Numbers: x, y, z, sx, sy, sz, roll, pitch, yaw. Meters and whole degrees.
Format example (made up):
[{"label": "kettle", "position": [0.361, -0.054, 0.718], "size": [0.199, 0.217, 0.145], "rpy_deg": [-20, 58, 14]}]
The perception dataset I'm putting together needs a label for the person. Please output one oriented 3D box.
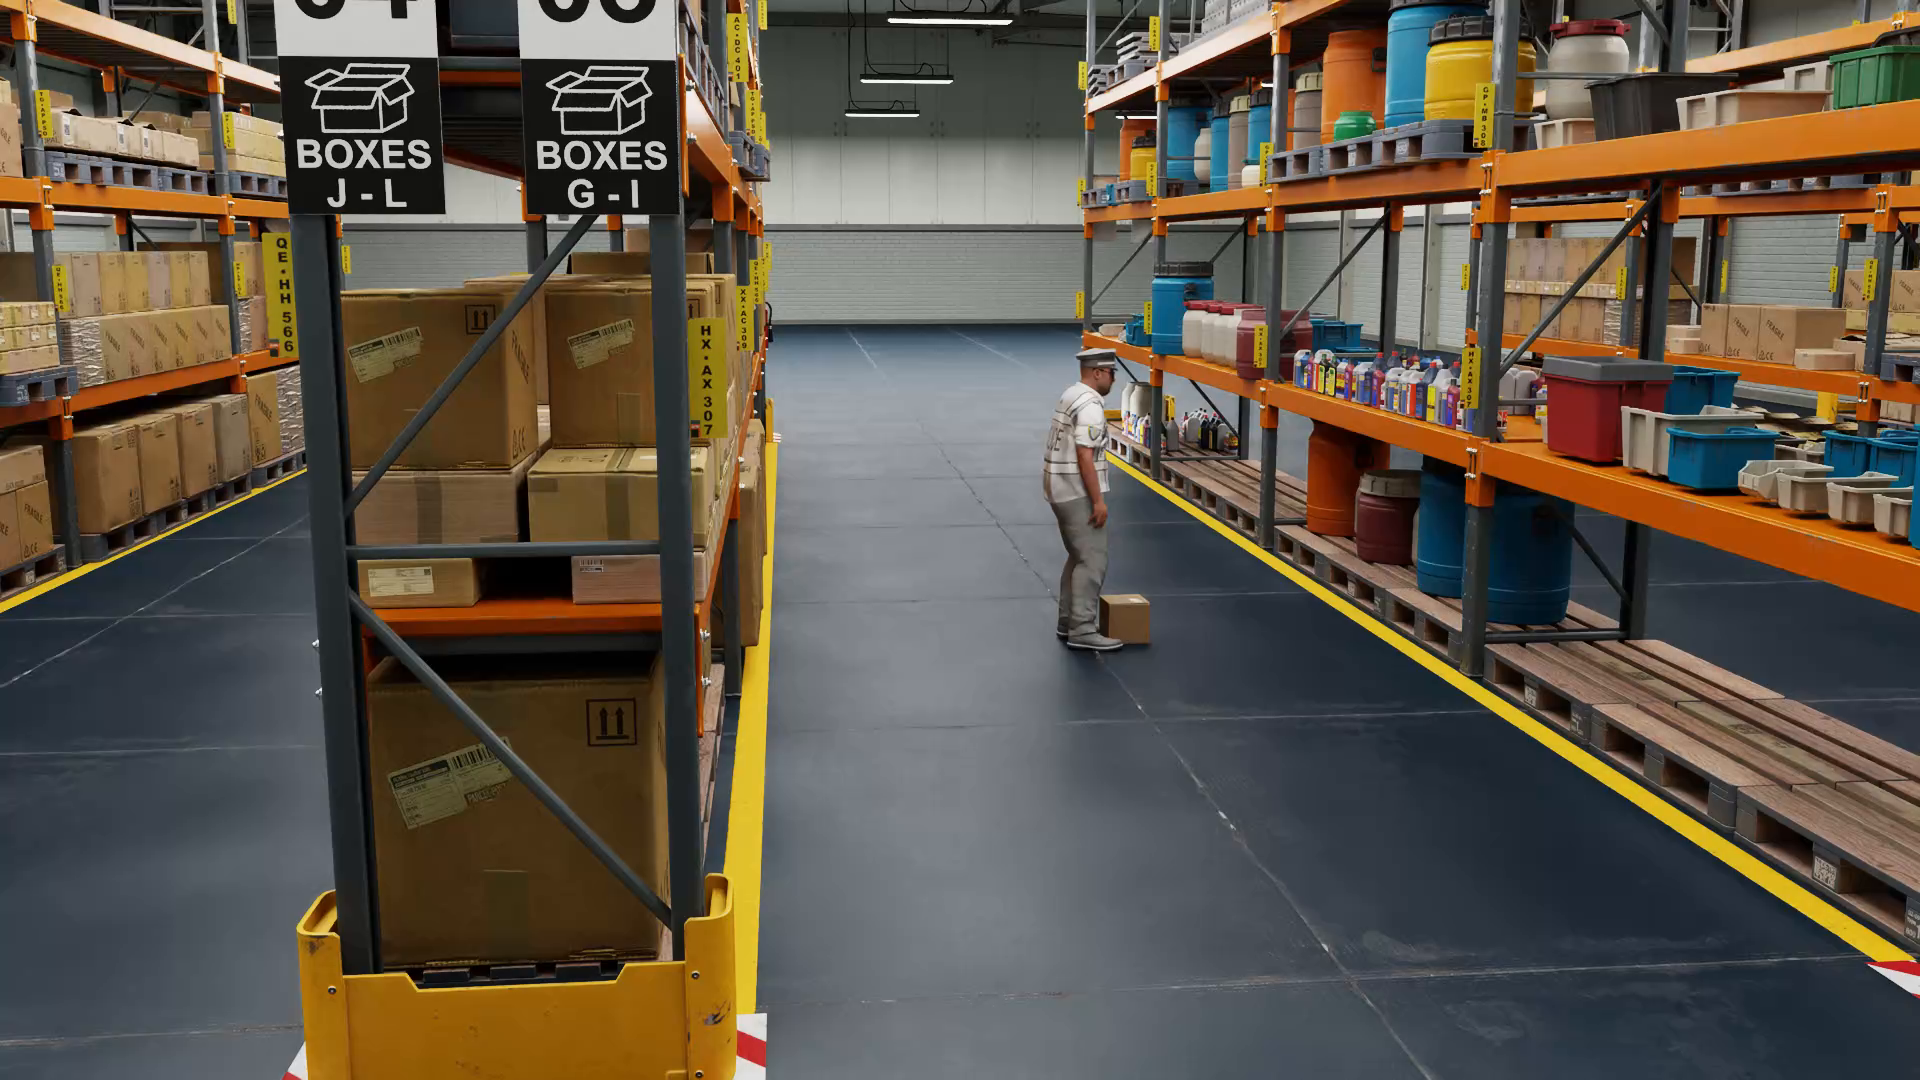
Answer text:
[{"label": "person", "position": [0.720, -0.255, 9.839], "size": [0.435, 1.748, 0.591], "rpy_deg": [-1, 10, -7]}]
